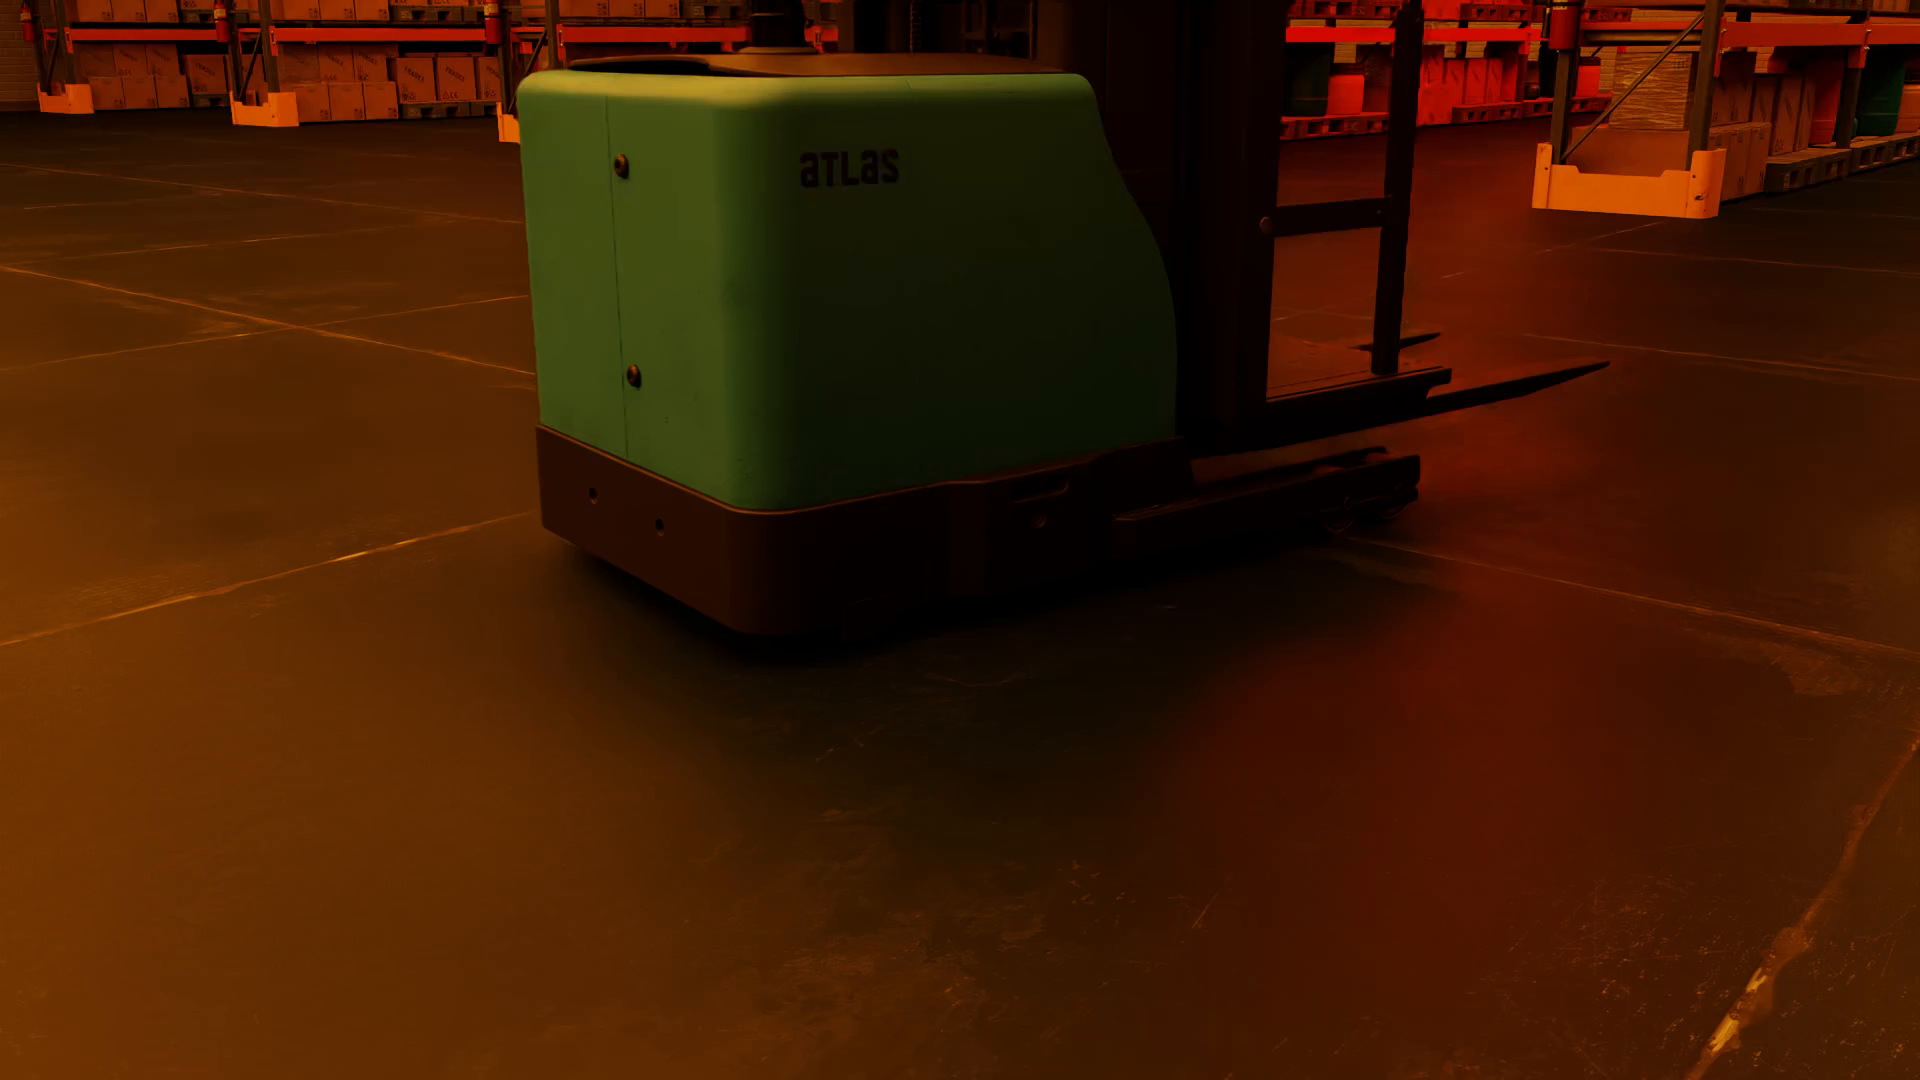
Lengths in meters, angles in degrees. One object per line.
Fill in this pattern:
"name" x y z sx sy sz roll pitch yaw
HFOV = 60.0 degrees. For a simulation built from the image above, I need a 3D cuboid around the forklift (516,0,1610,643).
"forklift" 0.517 -1.528 3.930 3.031 2.935 1.130 -12 21 -35
